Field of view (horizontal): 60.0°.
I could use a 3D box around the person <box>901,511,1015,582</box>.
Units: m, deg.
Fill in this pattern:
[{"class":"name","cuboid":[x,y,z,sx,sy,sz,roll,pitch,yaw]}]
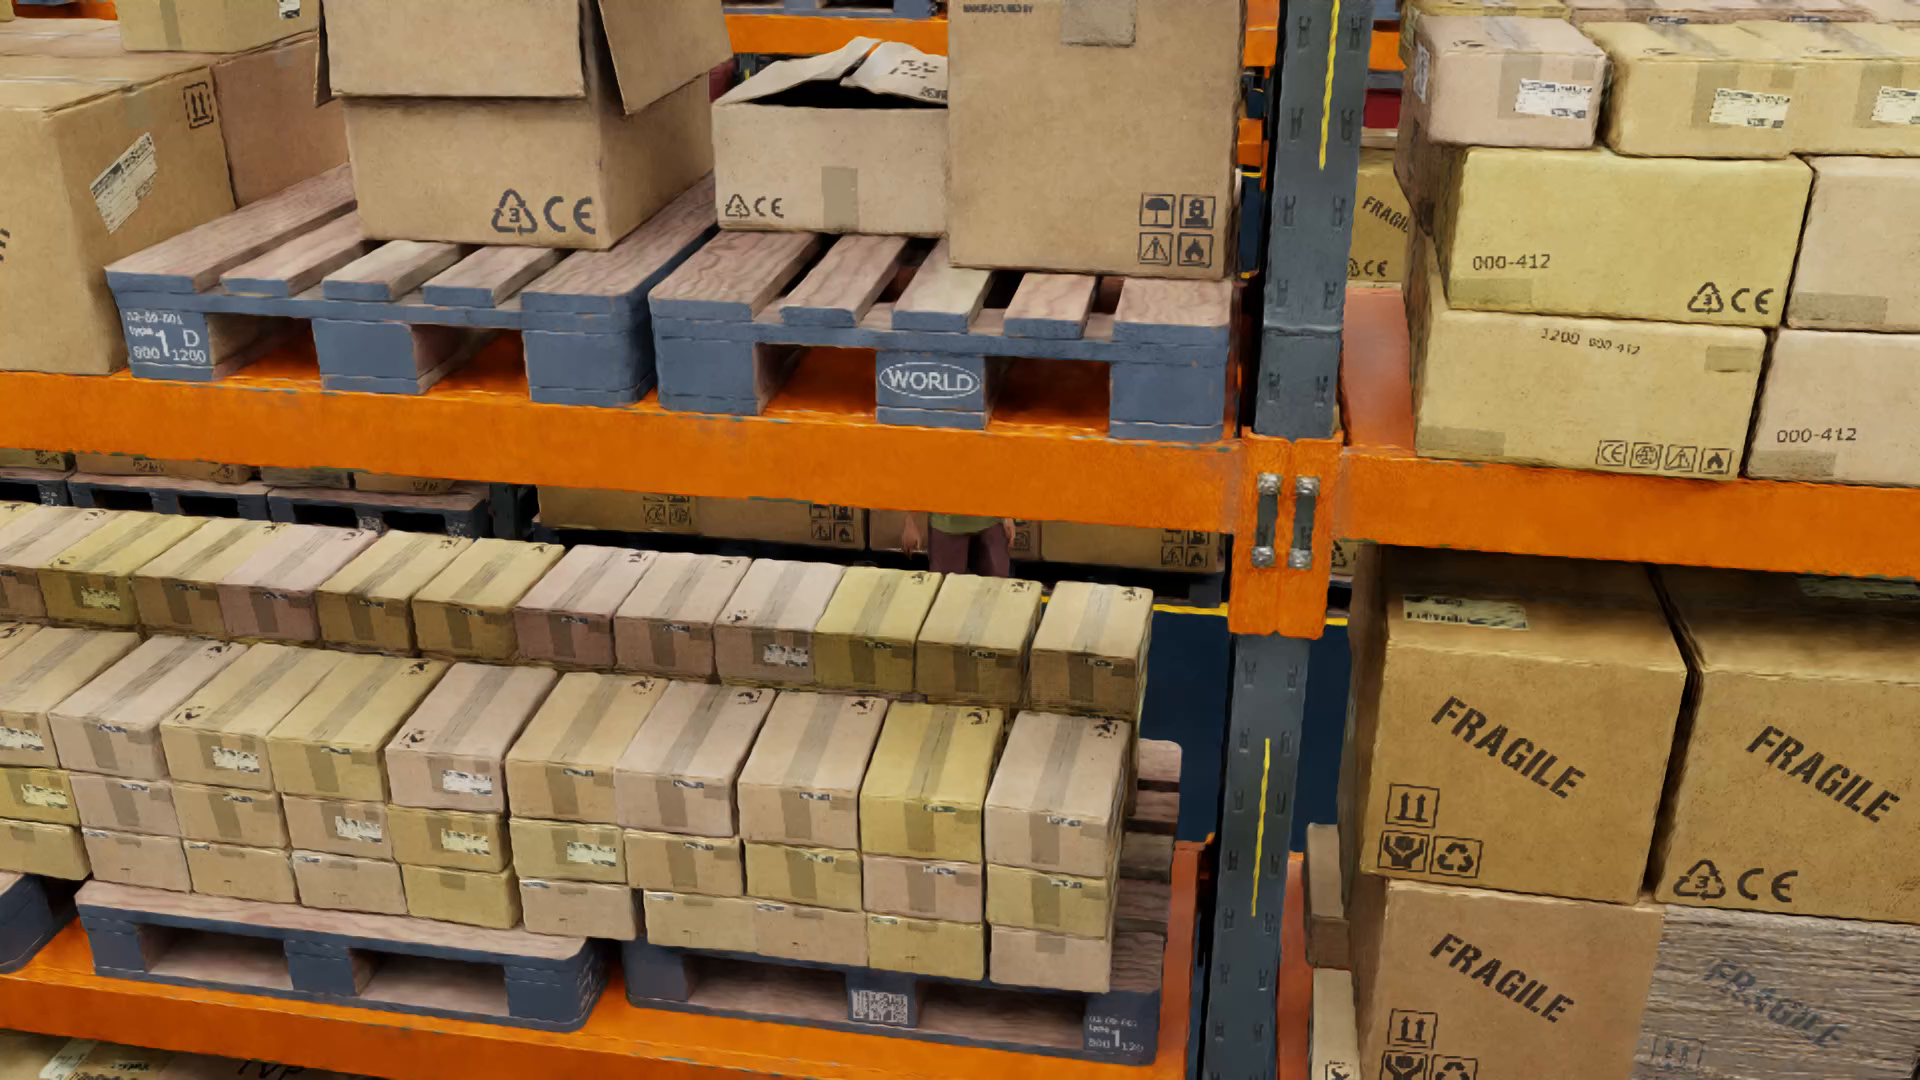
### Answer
[{"class":"person","cuboid":[0.021,-0.036,7.128,0.497,1.682,0.443,-11,27,-22]}]
